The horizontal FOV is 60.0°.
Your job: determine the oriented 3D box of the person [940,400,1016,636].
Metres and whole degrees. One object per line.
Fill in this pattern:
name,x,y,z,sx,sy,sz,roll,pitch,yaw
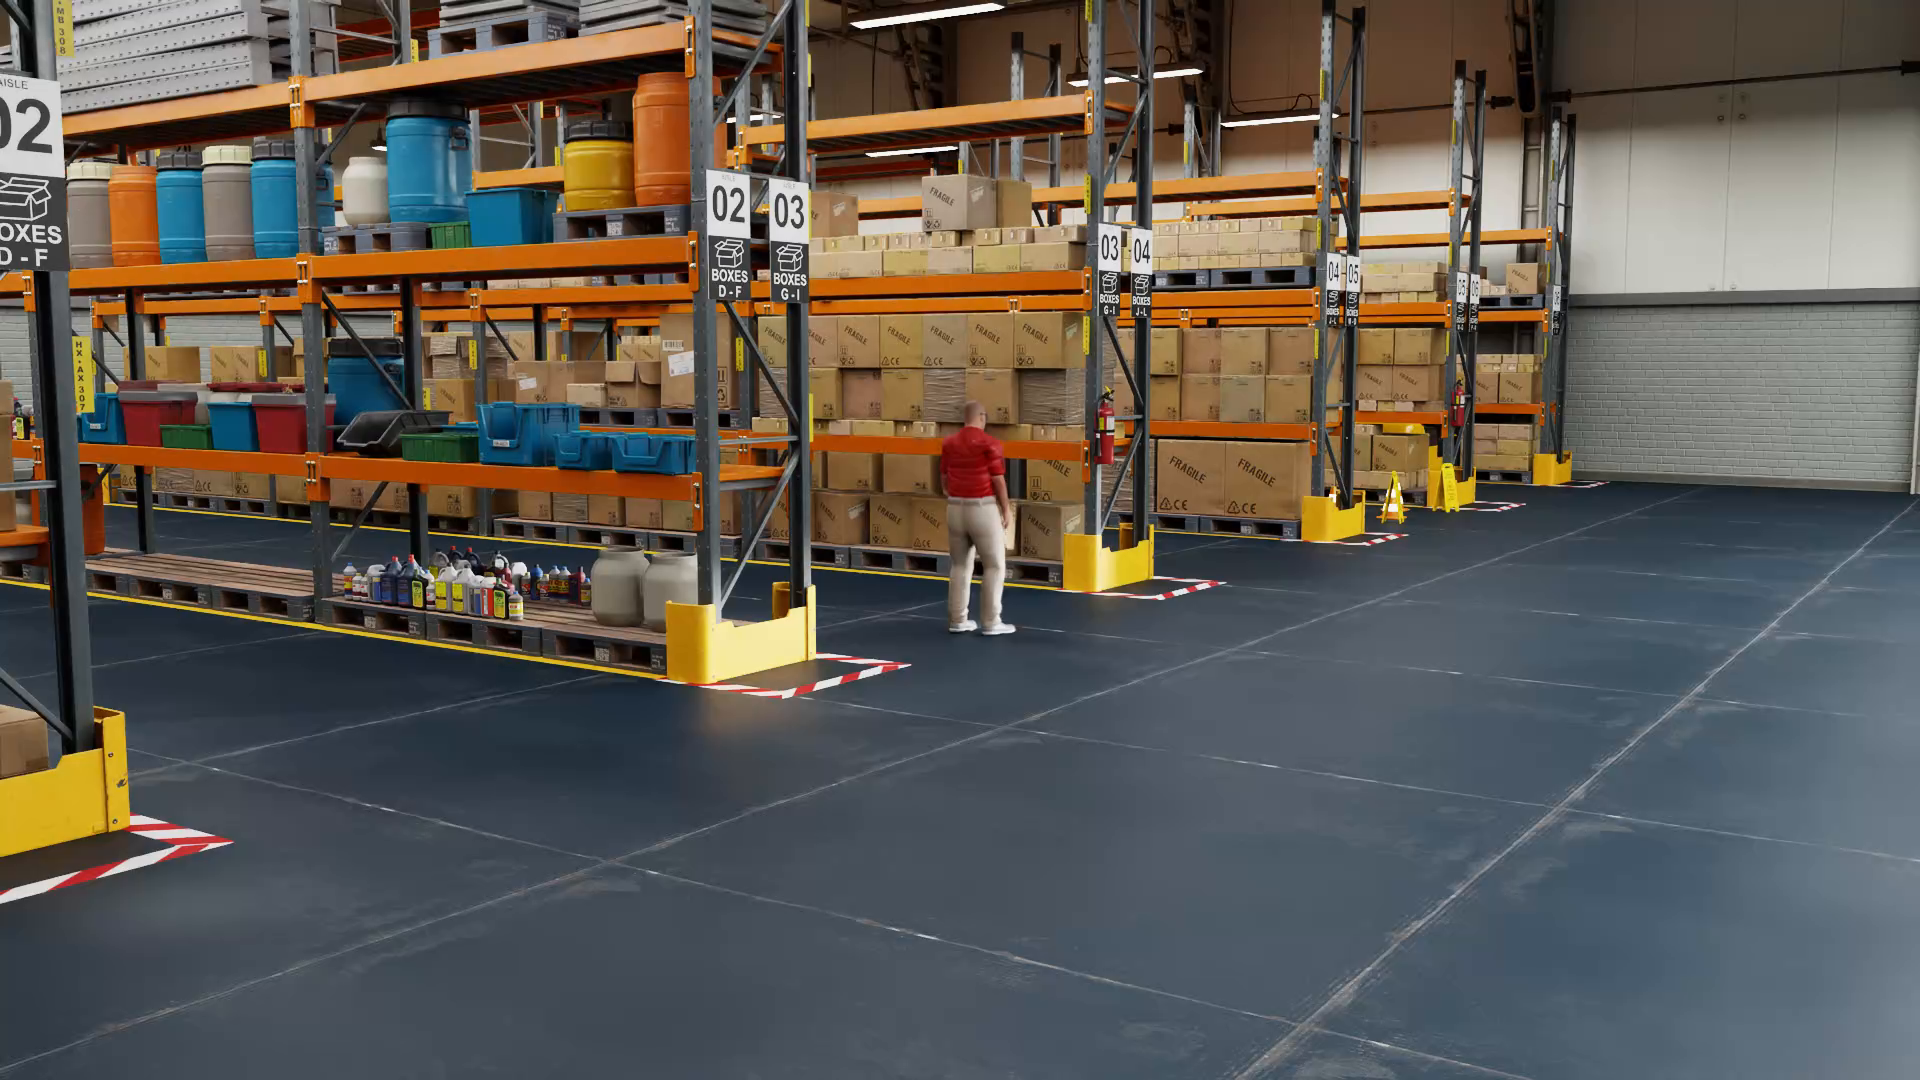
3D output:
person,0.121,-0.169,12.347,0.543,1.733,0.418,4,7,32
